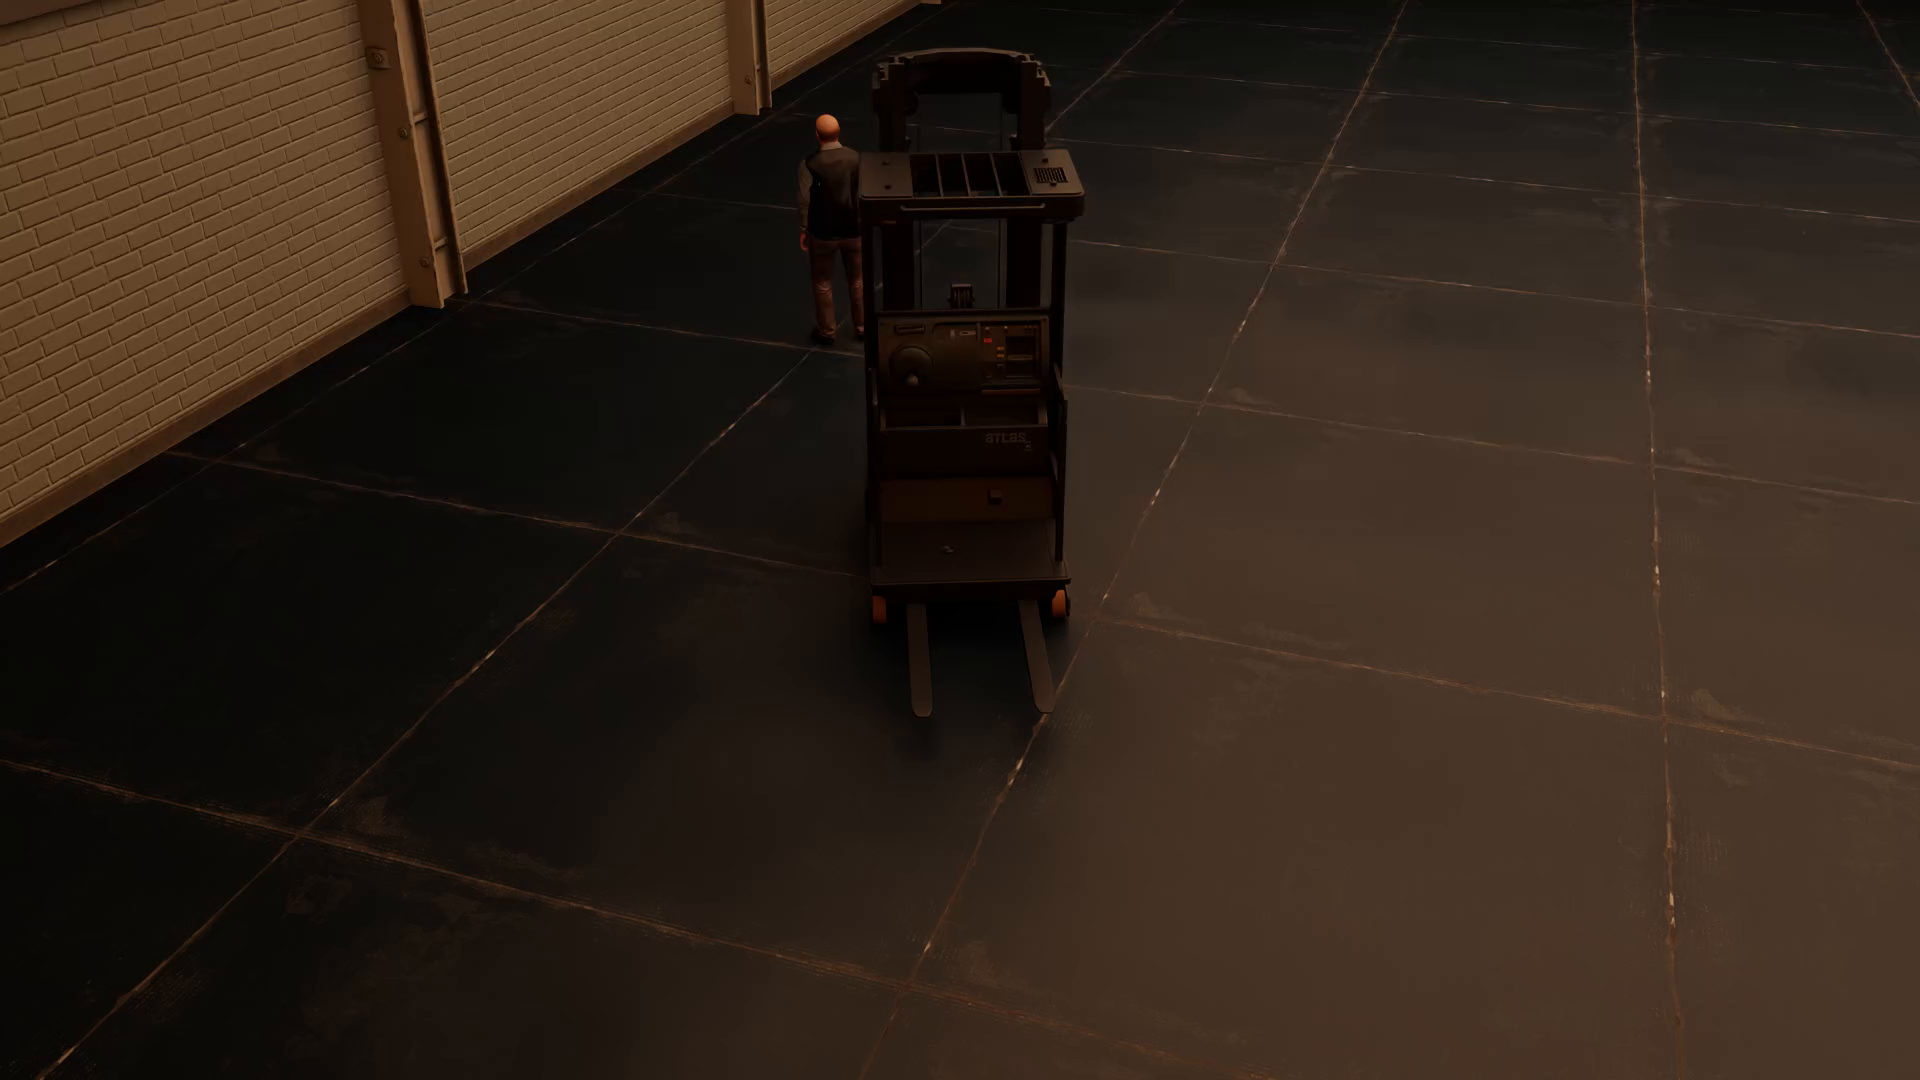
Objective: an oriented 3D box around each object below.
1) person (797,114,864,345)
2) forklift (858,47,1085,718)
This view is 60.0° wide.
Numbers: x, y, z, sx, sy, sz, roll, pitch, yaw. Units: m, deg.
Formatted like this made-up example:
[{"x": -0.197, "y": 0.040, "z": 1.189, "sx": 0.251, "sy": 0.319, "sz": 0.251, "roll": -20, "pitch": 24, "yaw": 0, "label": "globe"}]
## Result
[{"x": -0.924, "y": -2.292, "z": 12.383, "sx": 0.582, "sy": 1.719, "sz": 0.426, "roll": -9, "pitch": 31, "yaw": -15, "label": "person"}, {"x": 0.035, "y": -0.972, "z": 8.842, "sx": 1.130, "sy": 2.935, "sz": 3.031, "roll": -2, "pitch": 30, "yaw": -3, "label": "forklift"}]
